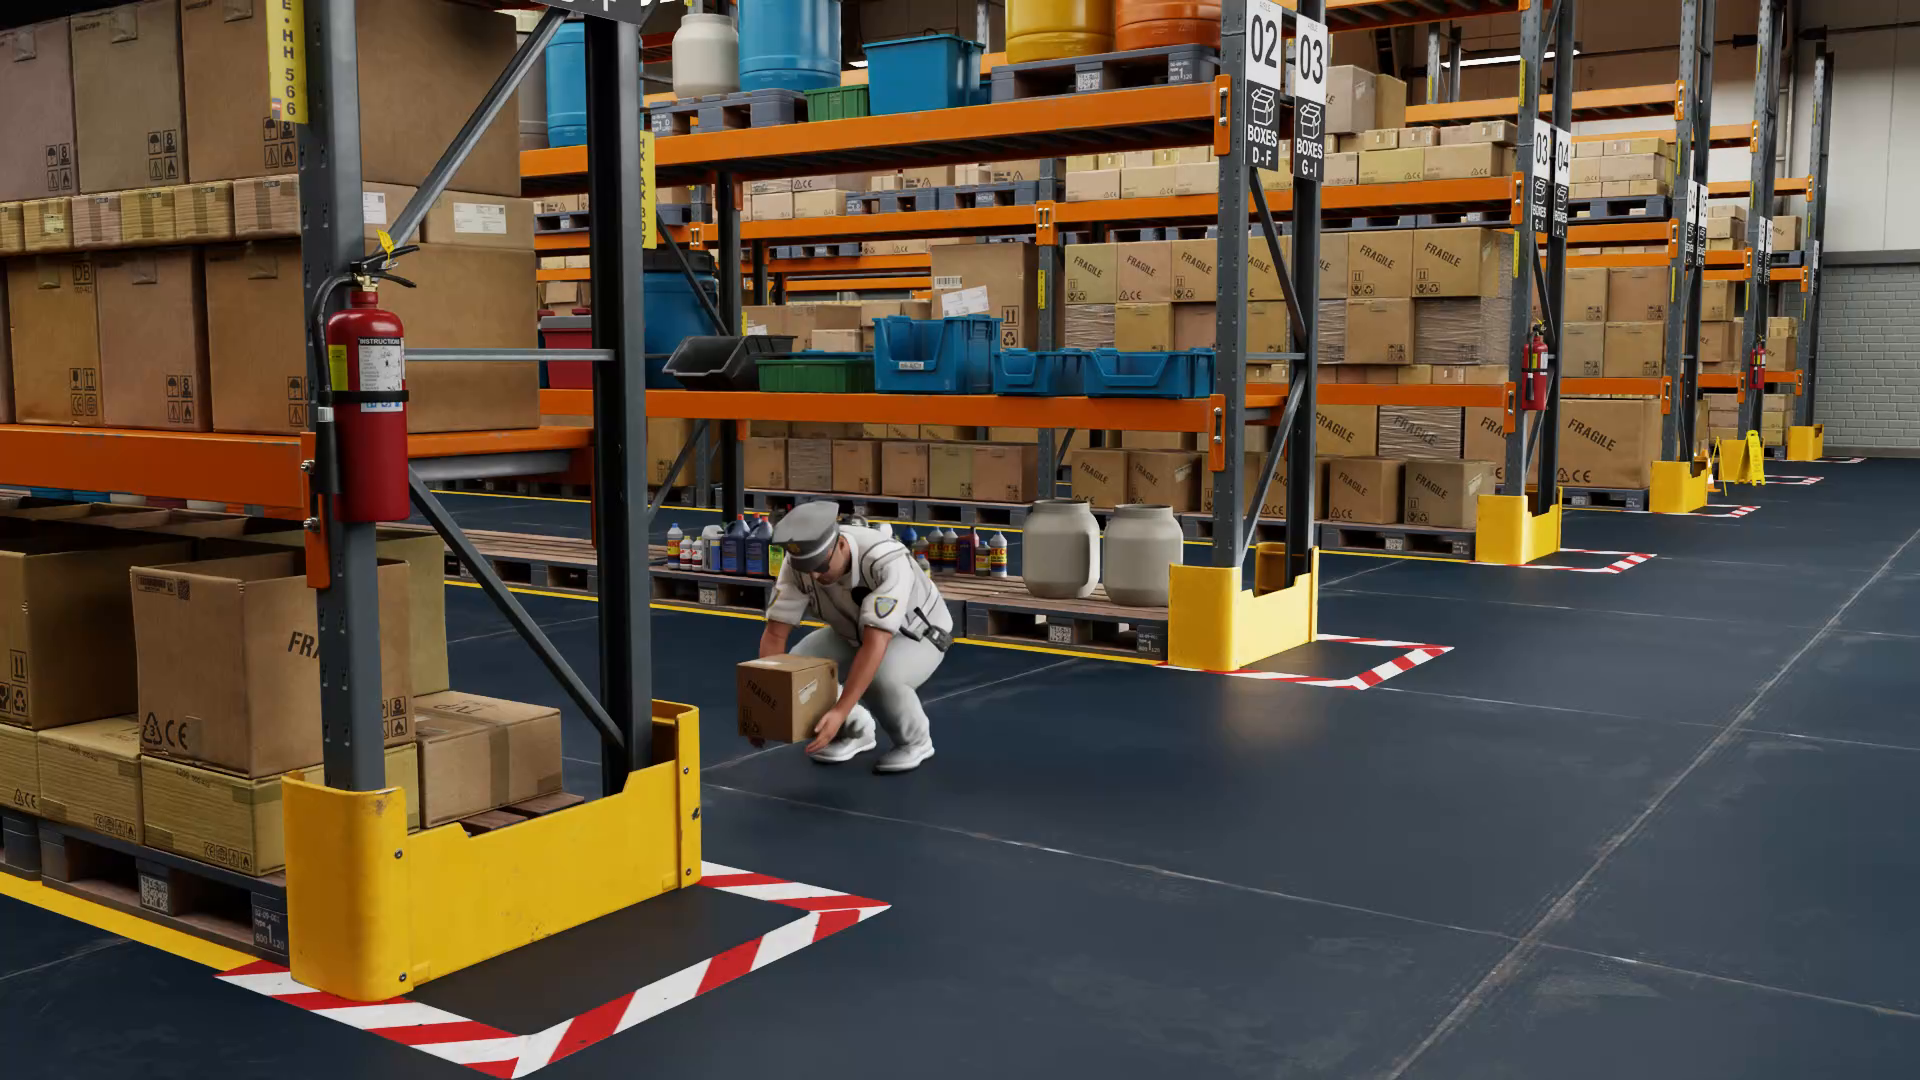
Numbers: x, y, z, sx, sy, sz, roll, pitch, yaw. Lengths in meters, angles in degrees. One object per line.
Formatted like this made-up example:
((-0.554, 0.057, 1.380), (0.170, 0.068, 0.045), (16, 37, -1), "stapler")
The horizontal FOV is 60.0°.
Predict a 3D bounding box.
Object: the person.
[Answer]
((-0.375, 0.342, 6.062), (0.565, 1.012, 0.914), (4, 7, 33), "person")
